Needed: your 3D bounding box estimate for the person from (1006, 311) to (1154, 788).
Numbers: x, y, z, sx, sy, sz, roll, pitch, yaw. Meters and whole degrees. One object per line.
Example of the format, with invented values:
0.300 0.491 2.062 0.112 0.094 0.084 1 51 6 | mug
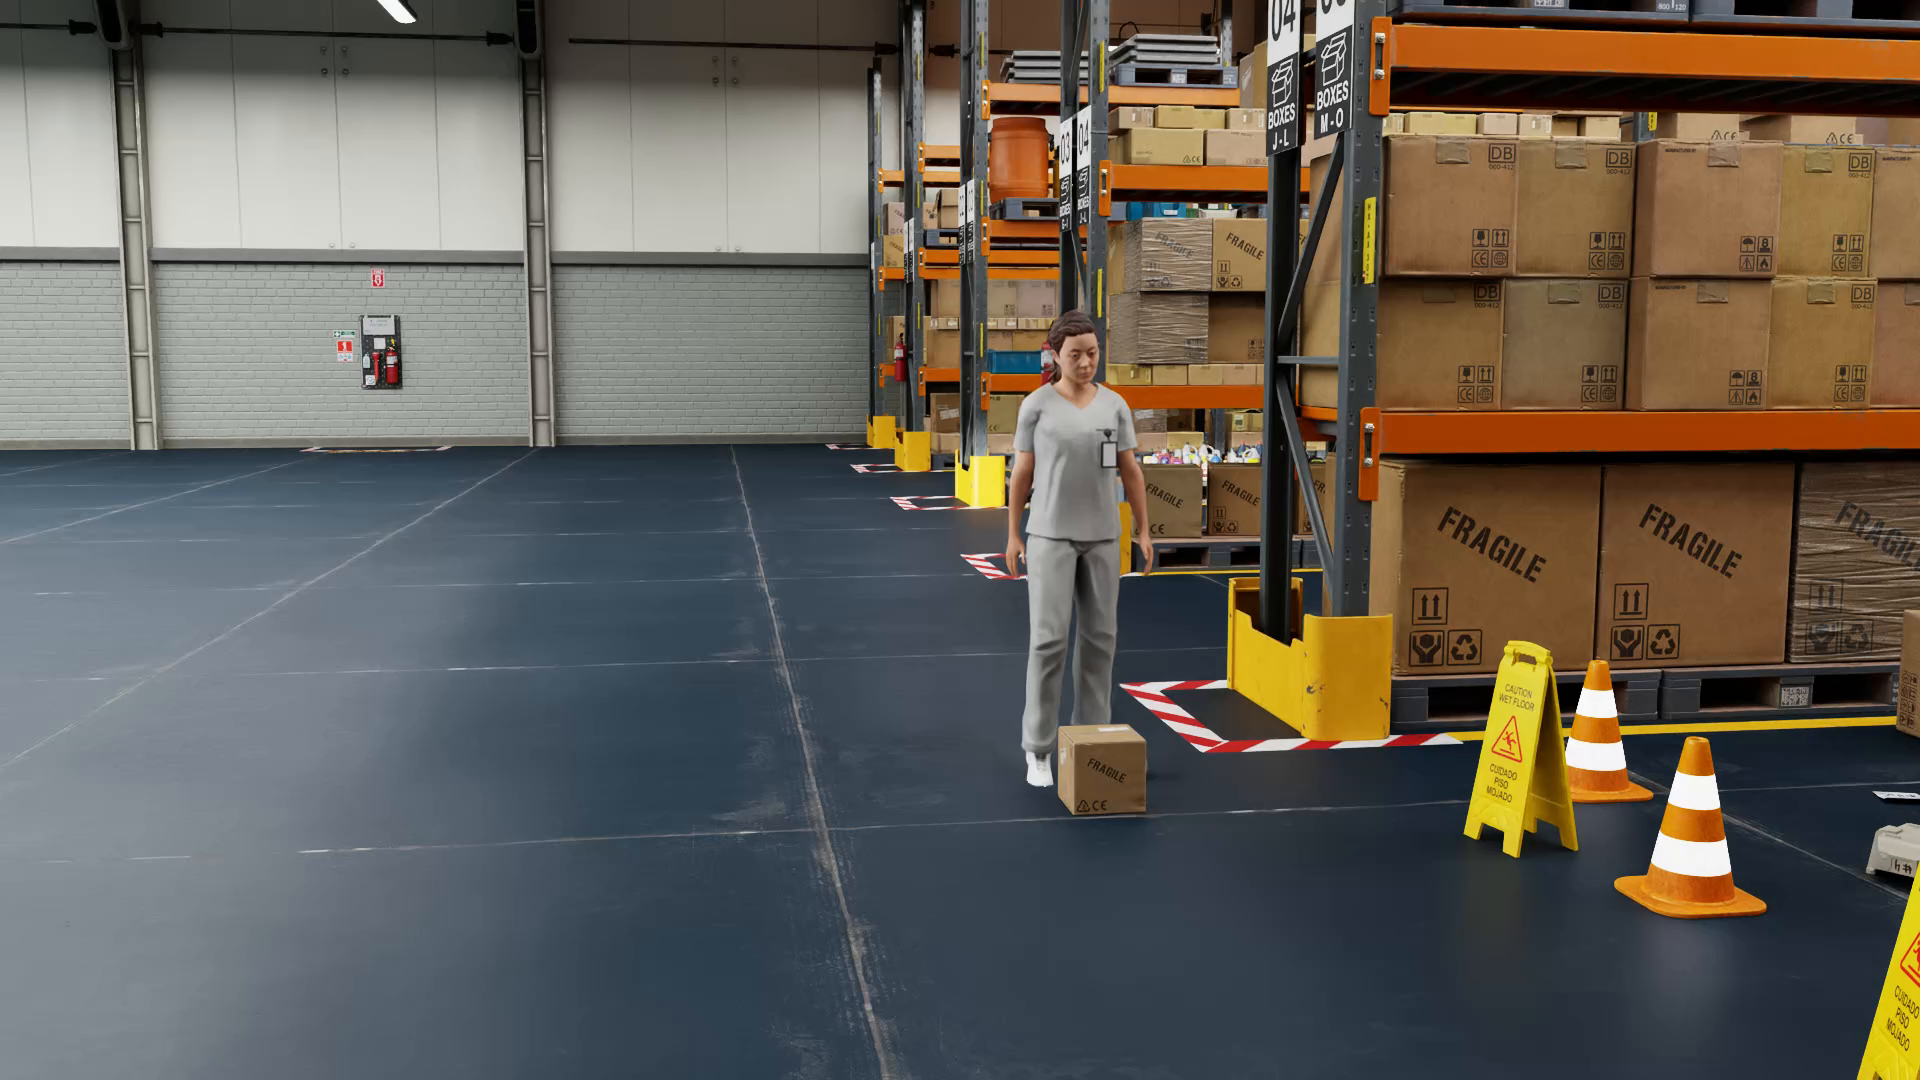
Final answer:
0.448 0.028 6.083 0.516 1.719 0.398 -2 7 -15 | person
